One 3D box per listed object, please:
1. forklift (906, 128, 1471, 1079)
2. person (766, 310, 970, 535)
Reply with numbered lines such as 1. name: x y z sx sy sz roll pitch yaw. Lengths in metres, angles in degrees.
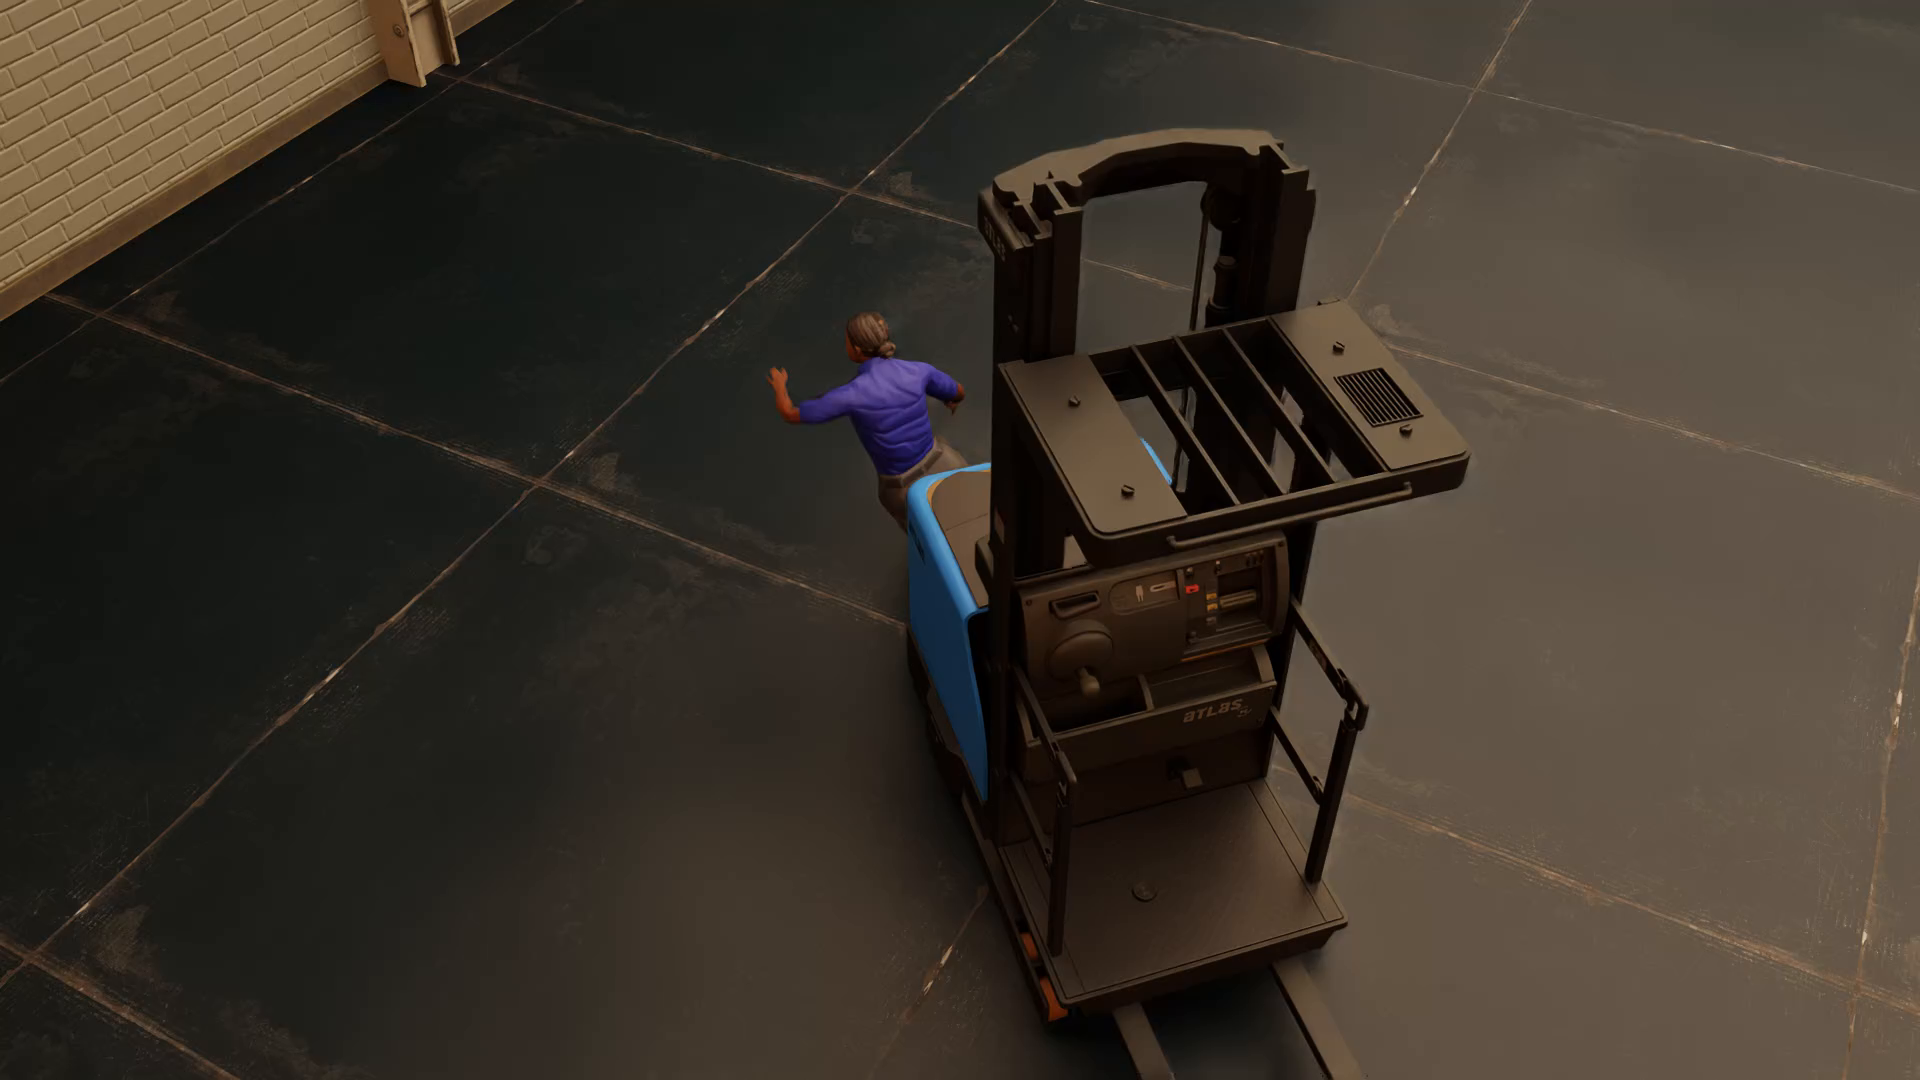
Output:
1. forklift: 0.714 0.337 5.297 1.130 2.935 3.031 -13 45 -13
2. person: -0.251 -0.479 7.285 1.095 1.417 0.878 -29 50 -27
